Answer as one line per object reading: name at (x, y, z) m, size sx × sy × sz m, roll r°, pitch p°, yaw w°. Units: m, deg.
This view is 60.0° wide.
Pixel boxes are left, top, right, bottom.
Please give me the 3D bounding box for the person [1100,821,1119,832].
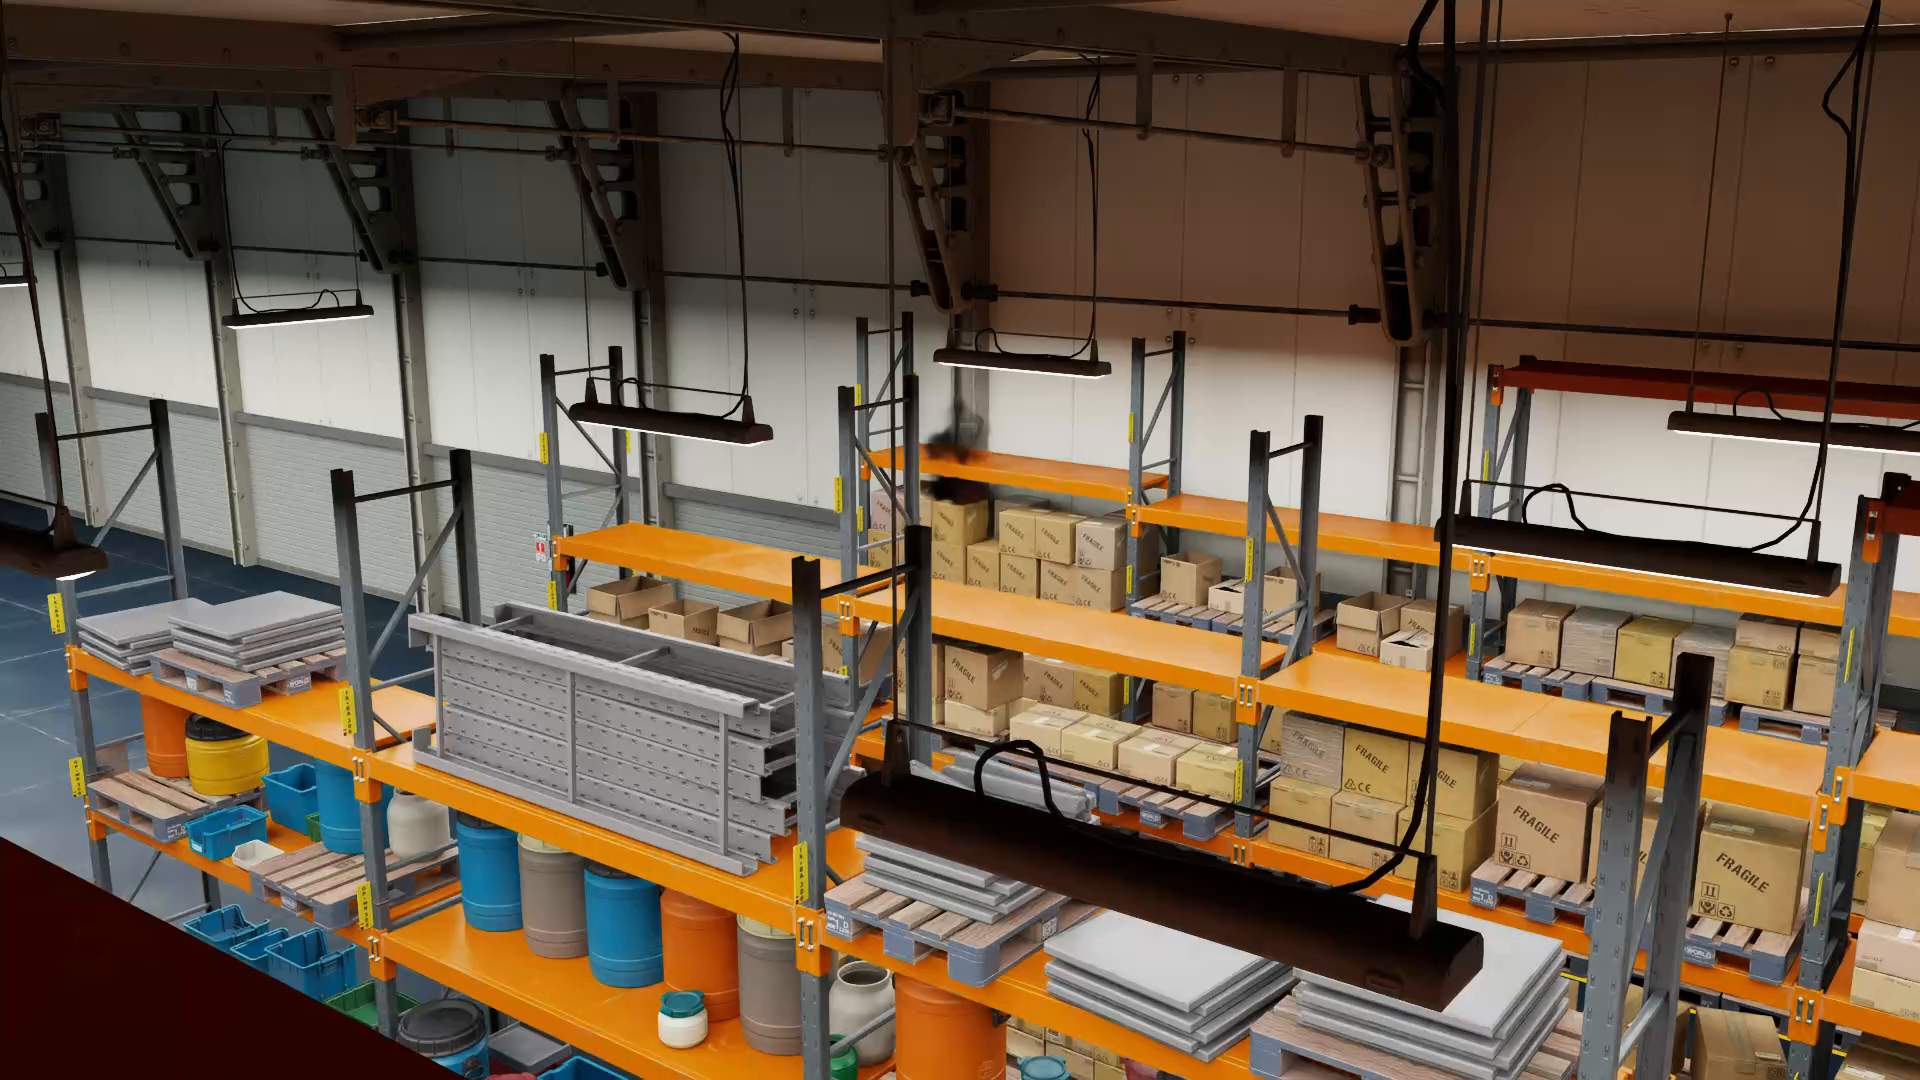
person at (1.358, 3.469, 16.558) m, size 0.582 × 1.681 × 0.638 m, roll 10°, pitch 16°, yaw 37°
